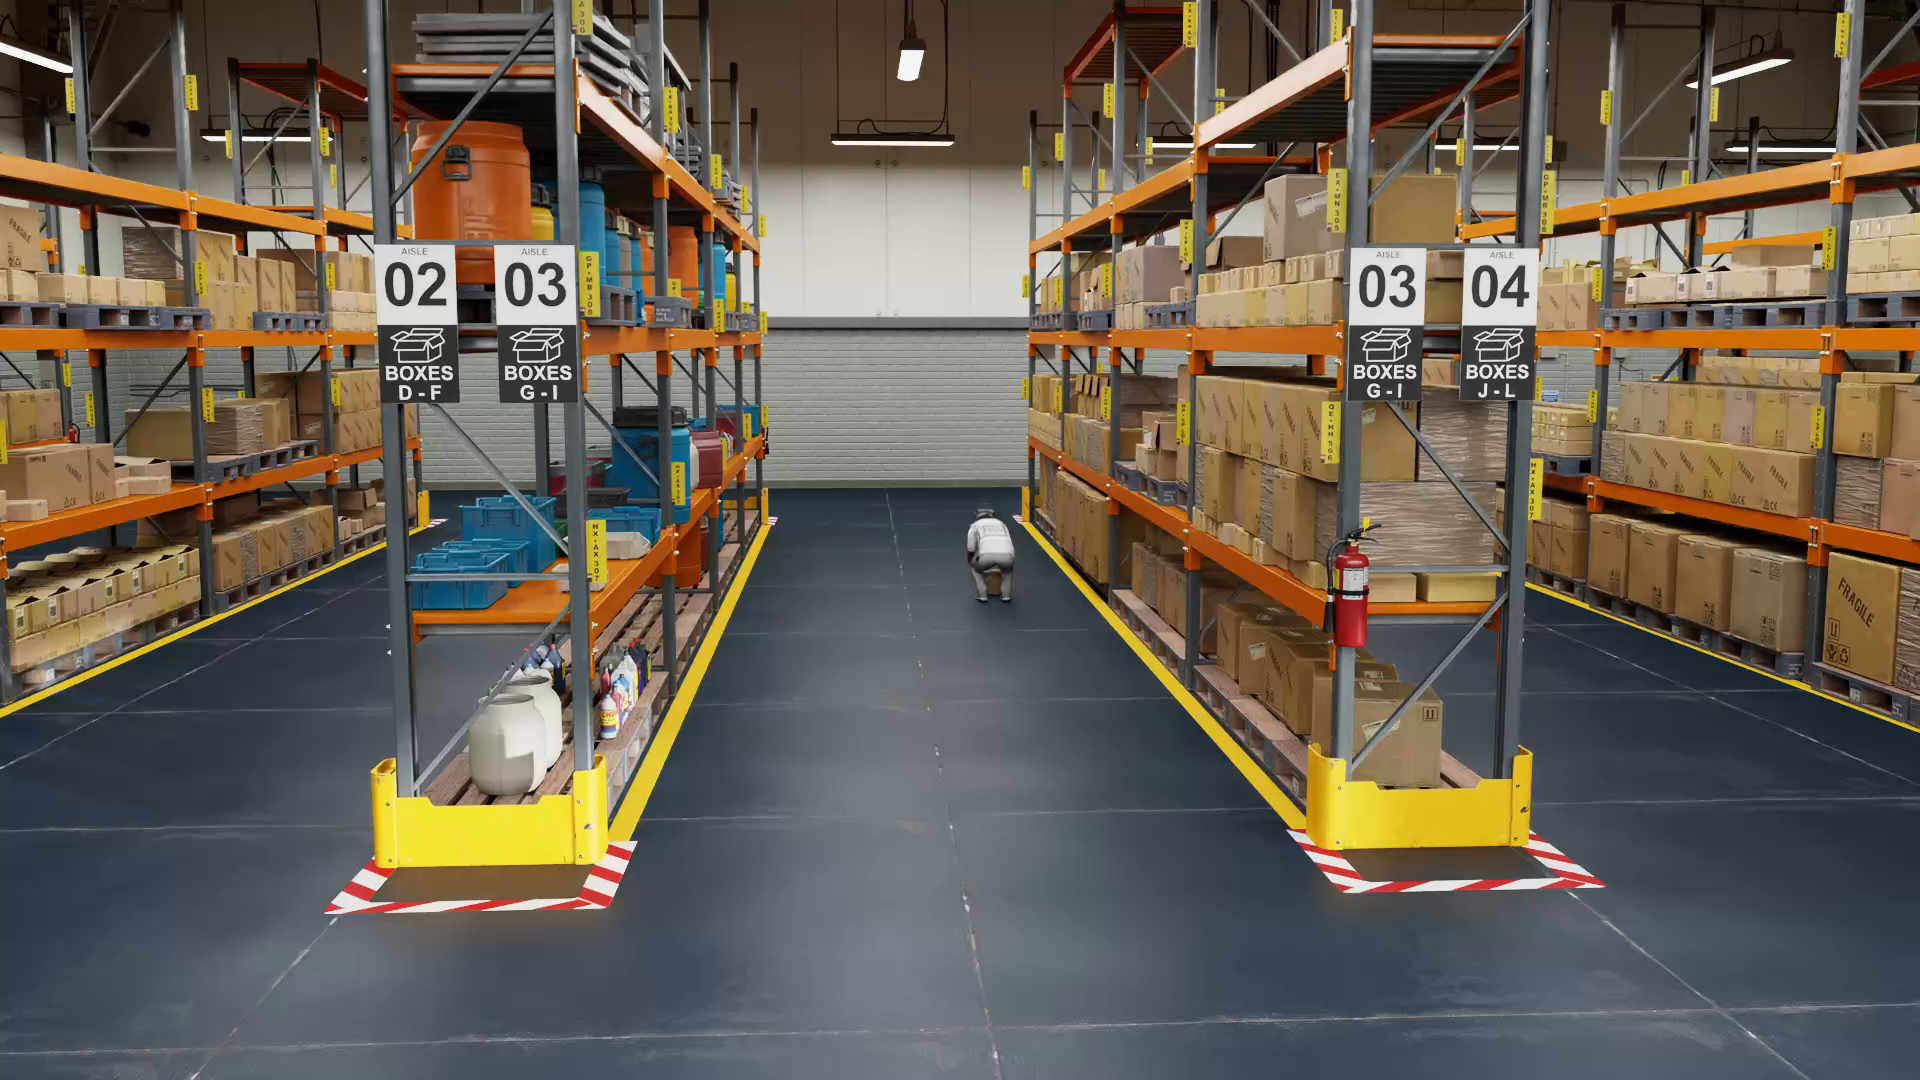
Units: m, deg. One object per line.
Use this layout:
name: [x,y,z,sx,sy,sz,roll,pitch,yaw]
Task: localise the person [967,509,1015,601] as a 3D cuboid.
person: [0.327,0.156,17.528,0.480,0.930,0.863,0,7,-4]
